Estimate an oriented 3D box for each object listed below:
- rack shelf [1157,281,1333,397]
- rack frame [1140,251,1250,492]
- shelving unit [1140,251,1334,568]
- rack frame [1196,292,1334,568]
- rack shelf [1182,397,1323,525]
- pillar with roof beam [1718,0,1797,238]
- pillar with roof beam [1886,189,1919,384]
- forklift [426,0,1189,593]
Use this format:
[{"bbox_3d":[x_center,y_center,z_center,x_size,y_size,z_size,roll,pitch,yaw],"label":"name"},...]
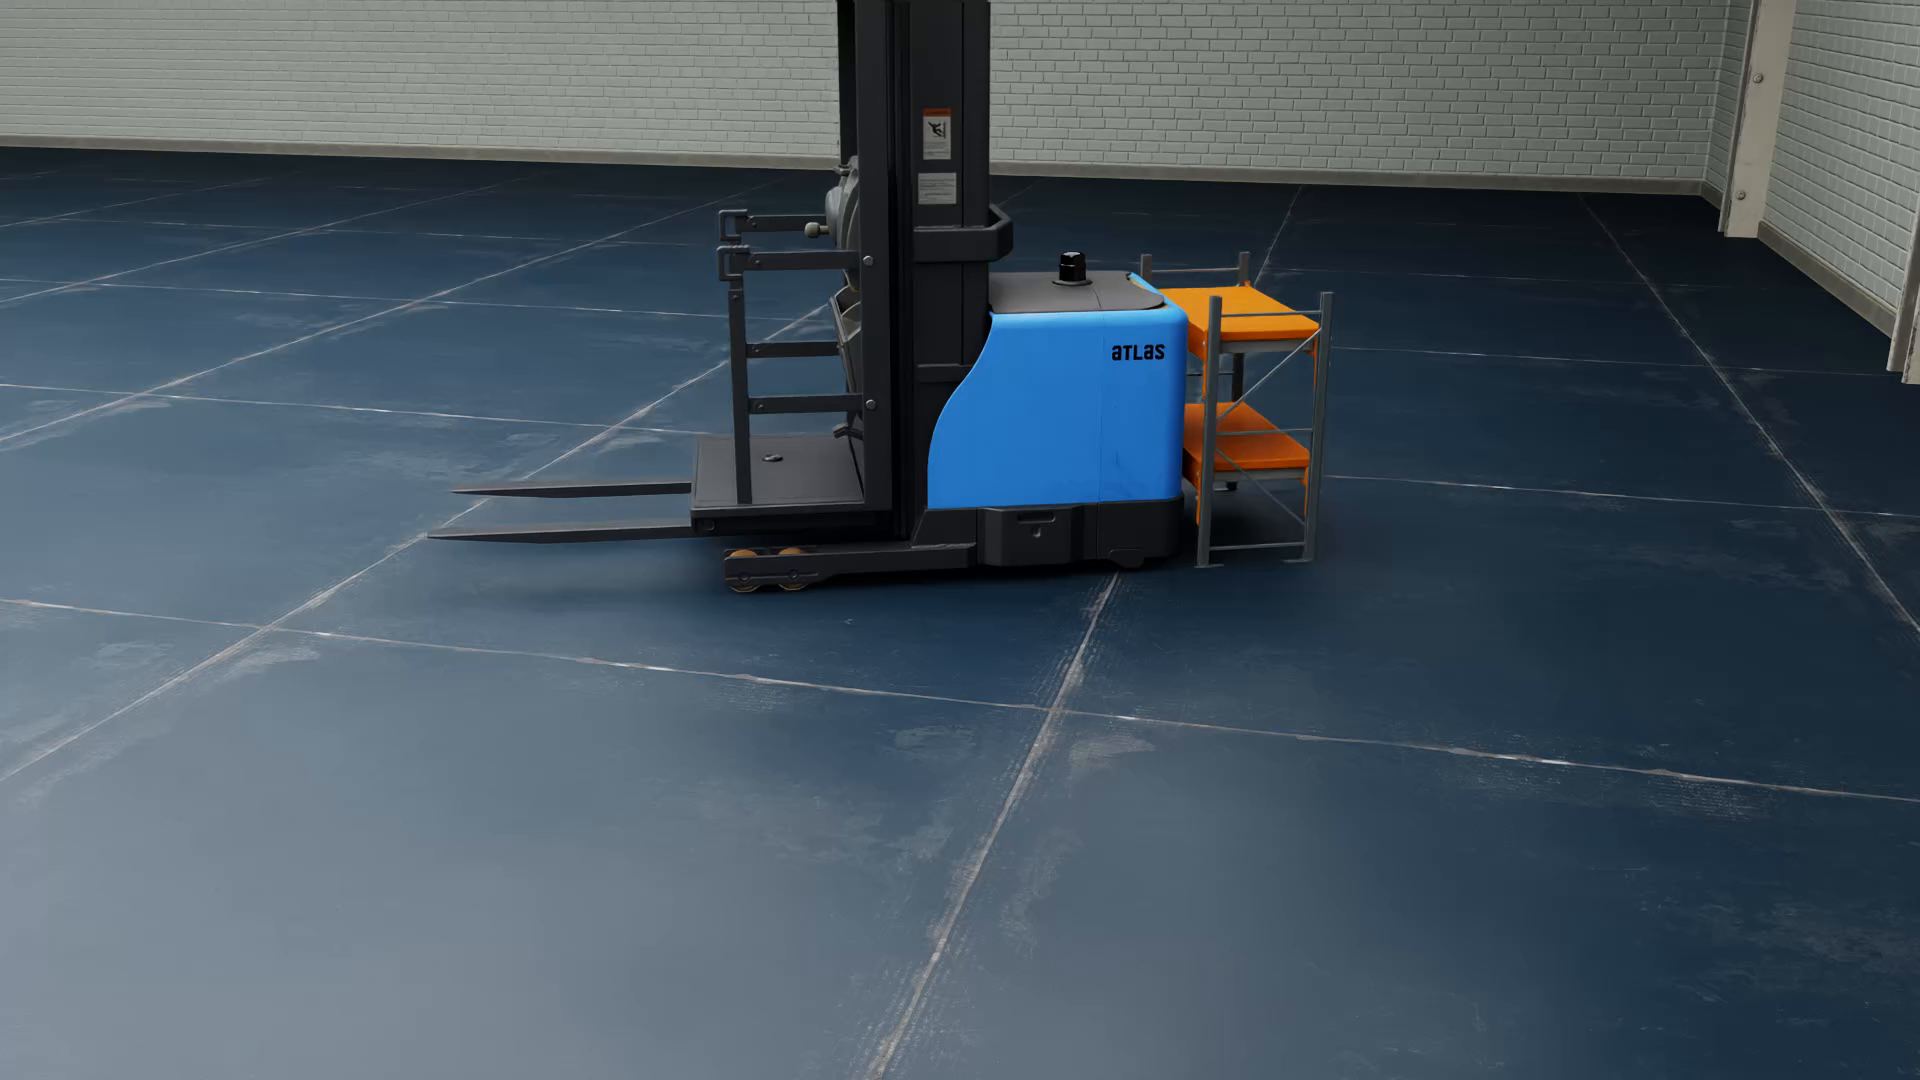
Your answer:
[{"bbox_3d":[1.144,-0.872,7.095,0.538,0.278,1.000,-3,19,-9],"label":"rack shelf"},{"bbox_3d":[1.061,-0.757,7.665,0.500,1.125,0.032,-3,19,-9],"label":"rack frame"},{"bbox_3d":[1.144,-0.595,7.190,0.538,1.125,1.048,-3,19,-9],"label":"shelving unit"},{"bbox_3d":[1.226,-0.433,6.715,0.500,1.125,0.032,-3,19,-9],"label":"rack frame"},{"bbox_3d":[1.144,-0.364,7.269,0.538,0.278,1.000,-3,19,-9],"label":"rack shelf"},{"bbox_3d":[3.123,-7.464,15.117,9.100,9.000,0.400,5,19,13],"label":"pillar with roof beam"},{"bbox_3d":[1.657,-5.583,9.611,9.100,9.000,0.400,5,19,13],"label":"pillar with roof beam"},{"bbox_3d":[-0.642,-1.360,6.635,3.031,2.935,1.130,-2,19,-7],"label":"forklift"}]
